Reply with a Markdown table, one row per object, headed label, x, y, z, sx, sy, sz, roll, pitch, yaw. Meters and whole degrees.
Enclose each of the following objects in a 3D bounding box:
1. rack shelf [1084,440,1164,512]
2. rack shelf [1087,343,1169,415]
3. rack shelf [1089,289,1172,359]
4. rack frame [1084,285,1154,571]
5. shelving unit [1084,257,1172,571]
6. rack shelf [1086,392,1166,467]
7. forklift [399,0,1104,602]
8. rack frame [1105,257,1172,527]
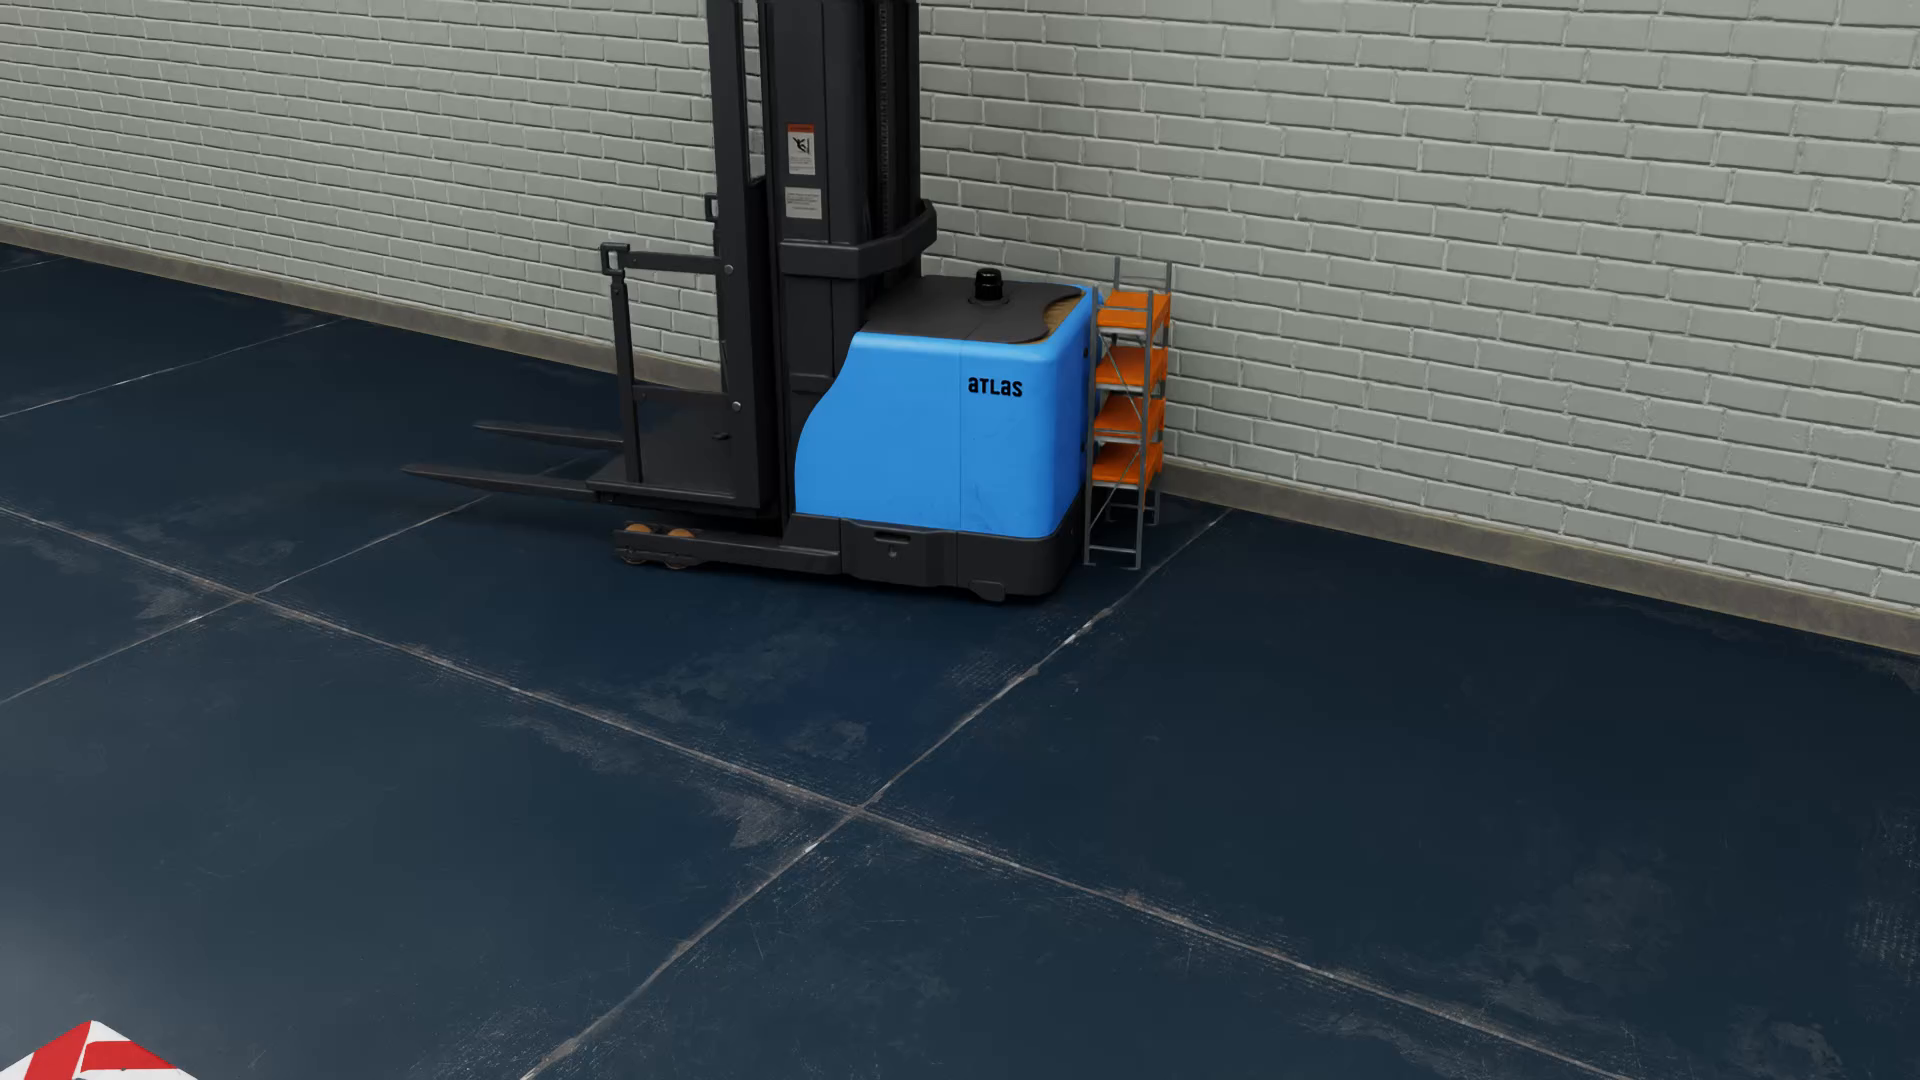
| label | x | y | z | sx | sy | sz | roll | pitch | yaw |
| --- | --- | --- | --- | --- | --- | --- | --- | --- | --- |
| rack shelf | 0.702 | -0.286 | 7.069 | 0.258 | 0.148 | 0.480 | 6 | 24 | 14 |
| rack shelf | 0.702 | -0.673 | 6.901 | 0.258 | 0.148 | 0.480 | 6 | 24 | 14 |
| rack shelf | 0.702 | -0.890 | 6.807 | 0.258 | 0.148 | 0.480 | 6 | 24 | 14 |
| rack frame | 0.638 | -0.436 | 6.747 | 0.240 | 1.200 | 0.015 | 6 | 24 | 14 |
| shelving unit | 0.702 | -0.530 | 6.963 | 0.258 | 1.200 | 0.503 | 6 | 24 | 14 |
| rack shelf | 0.702 | -0.468 | 6.990 | 0.258 | 0.148 | 0.480 | 6 | 24 | 14 |
| forklift | -0.957 | -1.415 | 6.829 | 3.031 | 2.935 | 1.130 | 7 | 24 | 15 |
| rack frame | 0.765 | -0.623 | 7.180 | 0.240 | 1.200 | 0.015 | 6 | 24 | 14 |
